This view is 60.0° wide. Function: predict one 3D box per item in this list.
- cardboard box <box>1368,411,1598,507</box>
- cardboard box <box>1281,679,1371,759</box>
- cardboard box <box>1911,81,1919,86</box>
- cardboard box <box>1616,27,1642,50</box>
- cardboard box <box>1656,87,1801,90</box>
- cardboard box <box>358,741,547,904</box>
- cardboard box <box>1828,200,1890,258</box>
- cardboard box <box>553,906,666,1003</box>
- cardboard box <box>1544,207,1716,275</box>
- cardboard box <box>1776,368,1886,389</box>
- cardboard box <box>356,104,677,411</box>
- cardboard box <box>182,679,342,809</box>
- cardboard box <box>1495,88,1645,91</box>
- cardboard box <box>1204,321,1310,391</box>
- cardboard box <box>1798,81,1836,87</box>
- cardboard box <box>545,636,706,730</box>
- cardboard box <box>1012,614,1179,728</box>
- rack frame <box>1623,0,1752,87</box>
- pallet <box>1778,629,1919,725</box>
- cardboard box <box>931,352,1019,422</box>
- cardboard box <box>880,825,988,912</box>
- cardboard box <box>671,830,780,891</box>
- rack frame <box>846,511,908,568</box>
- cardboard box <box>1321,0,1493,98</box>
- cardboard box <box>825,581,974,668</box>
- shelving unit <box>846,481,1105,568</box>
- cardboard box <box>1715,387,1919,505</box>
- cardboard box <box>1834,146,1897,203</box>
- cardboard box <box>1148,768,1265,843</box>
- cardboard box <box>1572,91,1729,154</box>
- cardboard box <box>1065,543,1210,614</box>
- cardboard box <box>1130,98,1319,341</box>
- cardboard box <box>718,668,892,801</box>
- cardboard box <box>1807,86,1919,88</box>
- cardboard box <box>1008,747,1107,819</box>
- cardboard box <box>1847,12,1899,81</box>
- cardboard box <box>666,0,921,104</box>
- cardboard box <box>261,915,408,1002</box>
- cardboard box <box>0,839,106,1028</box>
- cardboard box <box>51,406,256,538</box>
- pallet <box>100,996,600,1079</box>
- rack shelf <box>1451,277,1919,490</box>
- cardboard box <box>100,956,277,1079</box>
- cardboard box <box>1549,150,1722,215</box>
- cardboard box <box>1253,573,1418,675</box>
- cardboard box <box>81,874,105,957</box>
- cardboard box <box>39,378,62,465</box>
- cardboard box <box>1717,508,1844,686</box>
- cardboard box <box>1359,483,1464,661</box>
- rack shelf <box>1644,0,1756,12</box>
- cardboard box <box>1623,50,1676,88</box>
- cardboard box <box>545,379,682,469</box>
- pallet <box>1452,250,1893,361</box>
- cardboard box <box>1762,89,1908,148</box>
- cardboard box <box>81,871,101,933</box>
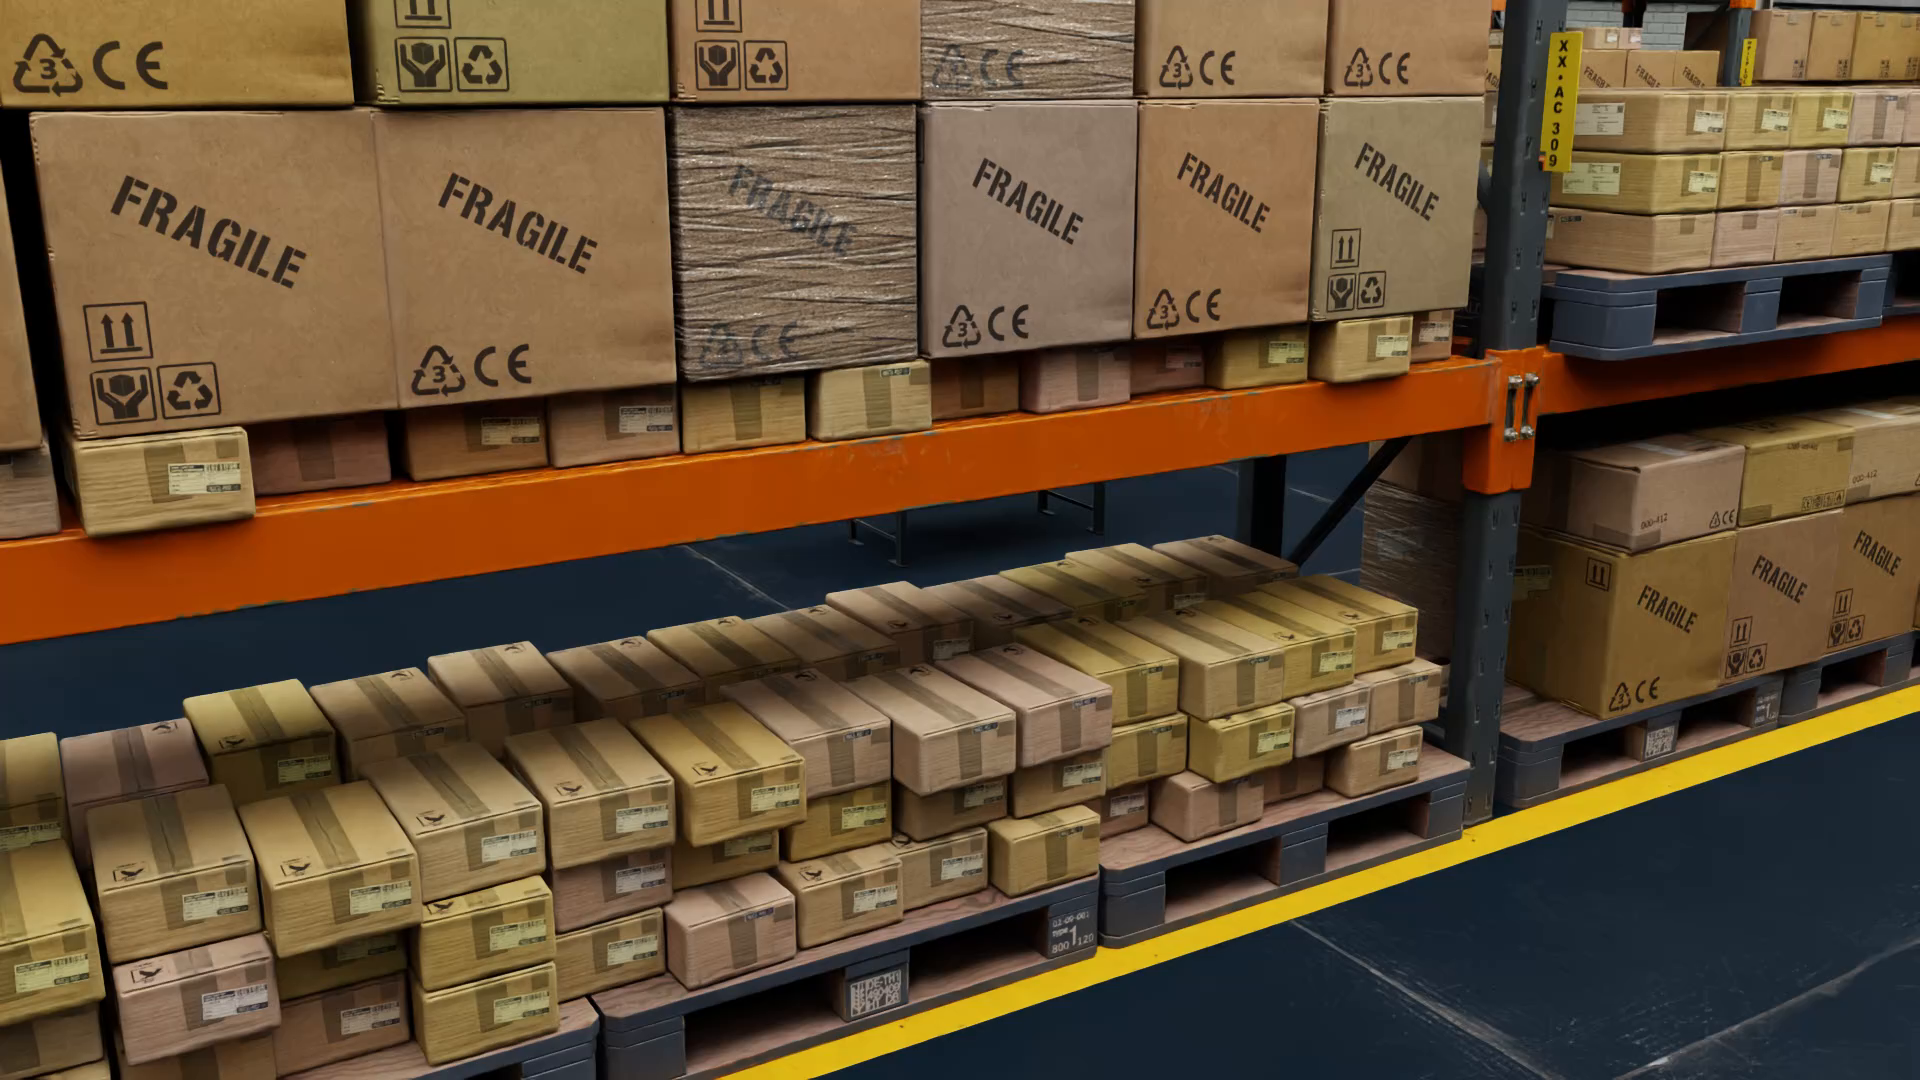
[{"bbox_3d":[1.678,-0.292,5.359,0.500,0.250,0.500,-10,18,-31],"label":"cardboard box"},{"bbox_3d":[0.838,0.415,4.326,0.250,0.149,0.380,-10,19,-32],"label":"cardboard box"},{"bbox_3d":[7.635,-3.485,13.548,0.500,0.500,0.500,-9,18,-30],"label":"cardboard box"},{"bbox_3d":[4.528,-3.505,11.638,0.250,0.149,0.380,-10,18,-31],"label":"cardboard box"},{"bbox_3d":[2.531,-1.420,5.504,0.250,0.149,0.380,-10,19,-32],"label":"cardboard box"},{"bbox_3d":[-1.009,0.550,3.292,0.250,0.149,0.380,-10,19,-32],"label":"cardboard box"},{"bbox_3d":[2.411,-0.909,4.781,0.250,0.149,0.380,-9,18,-29],"label":"cardboard box"},{"bbox_3d":[-0.808,0.798,3.509,0.250,0.149,0.380,-9,18,-30],"label":"cardboard box"},{"bbox_3d":[1.744,-0.800,4.394,0.250,0.149,0.380,-10,19,-32],"label":"cardboard box"},{"bbox_3d":[3.017,-0.510,6.136,0.500,0.250,0.500,-9,18,-29],"label":"cardboard box"},{"bbox_3d":[-0.860,-0.550,3.078,0.500,0.500,0.500,-9,18,-29],"label":"cardboard box"},{"bbox_3d":[-1.534,0.450,3.648,0.250,0.149,0.380,-10,18,-31],"label":"cardboard box"},{"bbox_3d":[1.866,-1.312,5.119,0.250,0.149,0.380,-10,18,-31],"label":"cardboard box"},{"bbox_3d":[0.621,-0.471,4.000,0.250,0.149,0.380,-8,18,-28],"label":"cardboard box"},{"bbox_3d":[6.330,-3.277,12.807,0.500,0.500,0.500,-9,18,-30],"label":"cardboard box"},{"bbox_3d":[-0.795,0.368,3.942,0.250,0.149,0.380,-10,18,-32],"label":"cardboard box"},{"bbox_3d":[0.328,0.322,4.105,0.250,0.149,0.380,-9,18,-28],"label":"cardboard box"},{"bbox_3d":[5.391,-3.014,12.604,0.127,3.000,1.000,-9,18,-30],"label":"rack frame"},{"bbox_3d":[2.883,0.293,5.974,1.213,0.211,1.003,-9,18,-30],"label":"pallet"},{"bbox_3d":[-0.076,-0.374,3.650,0.250,0.149,0.380,-10,18,-31],"label":"cardboard box"},{"bbox_3d":[-0.136,0.698,3.867,0.250,0.149,0.380,-9,18,-29],"label":"cardboard box"},{"bbox_3d":[-0.584,0.603,3.654,0.250,0.149,0.380,-8,18,-27],"label":"cardboard box"},{"bbox_3d":[-0.363,-0.663,6.998,0.032,1.500,0.500,-9,18,-30],"label":"rack frame"},{"bbox_3d":[0.906,-1.315,3.957,0.500,0.500,0.500,-10,18,-32],"label":"cardboard box"},{"bbox_3d":[-0.162,0.243,4.389,0.250,0.149,0.380,-9,18,-29],"label":"cardboard box"},{"bbox_3d":[0.073,-0.734,7.250,1.048,1.500,0.538,-9,18,-30],"label":"shelving unit"},{"bbox_3d":[2.834,-0.316,5.445,0.500,0.250,0.500,-8,18,-28],"label":"cardboard box"},{"bbox_3d":[2.409,-1.052,4.742,0.250,0.149,0.380,-10,19,-32],"label":"cardboard box"},{"bbox_3d":[0.550,0.602,4.210,0.250,0.149,0.380,-10,18,-32],"label":"cardboard box"},{"bbox_3d":[1.744,-1.087,4.314,0.250,0.149,0.380,-8,18,-27],"label":"cardboard box"},{"bbox_3d":[0.501,0.138,4.762,0.250,0.149,0.380,-8,18,-27],"label":"cardboard box"},{"bbox_3d":[0.455,-0.757,3.818,0.500,0.500,0.500,-10,18,-31],"label":"cardboard box"},{"bbox_3d":[-0.351,0.431,3.718,0.250,0.149,0.380,-9,18,-30],"label":"cardboard box"},{"bbox_3d":[3.203,-1.529,5.893,0.250,0.149,0.380,-8,18,-27],"label":"cardboard box"},{"bbox_3d":[0.144,0.508,3.993,0.250,0.149,0.380,-9,18,-28],"label":"cardboard box"},{"bbox_3d":[6.774,-3.827,12.917,0.500,0.500,0.700,-10,18,-31],"label":"cardboard box"},{"bbox_3d":[-0.416,-1.099,3.183,0.500,0.500,0.500,-10,18,-31],"label":"cardboard box"},{"bbox_3d":[-1.250,0.720,3.237,0.250,0.149,0.380,-9,18,-29],"label":"cardboard box"},{"bbox_3d":[-1.635,0.675,2.845,0.250,0.149,0.380,-10,19,-32],"label":"cardboard box"},{"bbox_3d":[-1.357,-0.133,2.791,0.250,0.149,0.380,-10,18,-31],"label":"cardboard box"},{"bbox_3d":[-1.479,1.013,3.406,1.213,0.211,1.003,-9,18,-30],"label":"pallet"},{"bbox_3d":[2.884,-0.702,5.690,4.000,0.370,1.077,-9,18,-30],"label":"rack shelf"},{"bbox_3d":[-1.463,0.902,3.139,0.250,0.149,0.380,-9,18,-30],"label":"cardboard box"},{"bbox_3d":[1.744,-0.943,4.354,0.250,0.149,0.380,-9,18,-29],"label":"cardboard box"},{"bbox_3d":[0.999,0.223,4.458,0.250,0.149,0.380,-9,18,-28],"label":"cardboard box"},{"bbox_3d":[-1.747,0.775,3.590,0.250,0.149,0.380,-9,18,-28],"label":"cardboard box"},{"bbox_3d":[-1.685,-0.269,3.276,0.250,0.149,0.380,-9,18,-30],"label":"cardboard box"},{"bbox_3d":[2.392,0.116,5.293,0.500,0.500,0.500,-8,18,-27],"label":"cardboard box"},{"bbox_3d":[1.675,0.070,5.457,0.500,0.500,0.500,-10,18,-31],"label":"cardboard box"},{"bbox_3d":[7.106,-4.390,13.288,4.000,0.370,1.077,-9,18,-30],"label":"rack shelf"},{"bbox_3d":[4.689,-3.221,11.828,0.500,0.500,0.500,-9,18,-29],"label":"cardboard box"},{"bbox_3d":[-0.735,-0.260,3.246,0.250,0.149,0.380,-10,18,-31],"label":"cardboard box"},{"bbox_3d":[1.900,-0.751,4.886,1.213,0.211,1.003,-9,18,-30],"label":"pallet"},{"bbox_3d":[2.417,-1.196,4.704,0.250,0.149,0.380,-9,18,-30],"label":"cardboard box"},{"bbox_3d":[-1.702,0.649,3.488,0.250,0.149,0.380,-10,18,-31],"label":"cardboard box"}]
